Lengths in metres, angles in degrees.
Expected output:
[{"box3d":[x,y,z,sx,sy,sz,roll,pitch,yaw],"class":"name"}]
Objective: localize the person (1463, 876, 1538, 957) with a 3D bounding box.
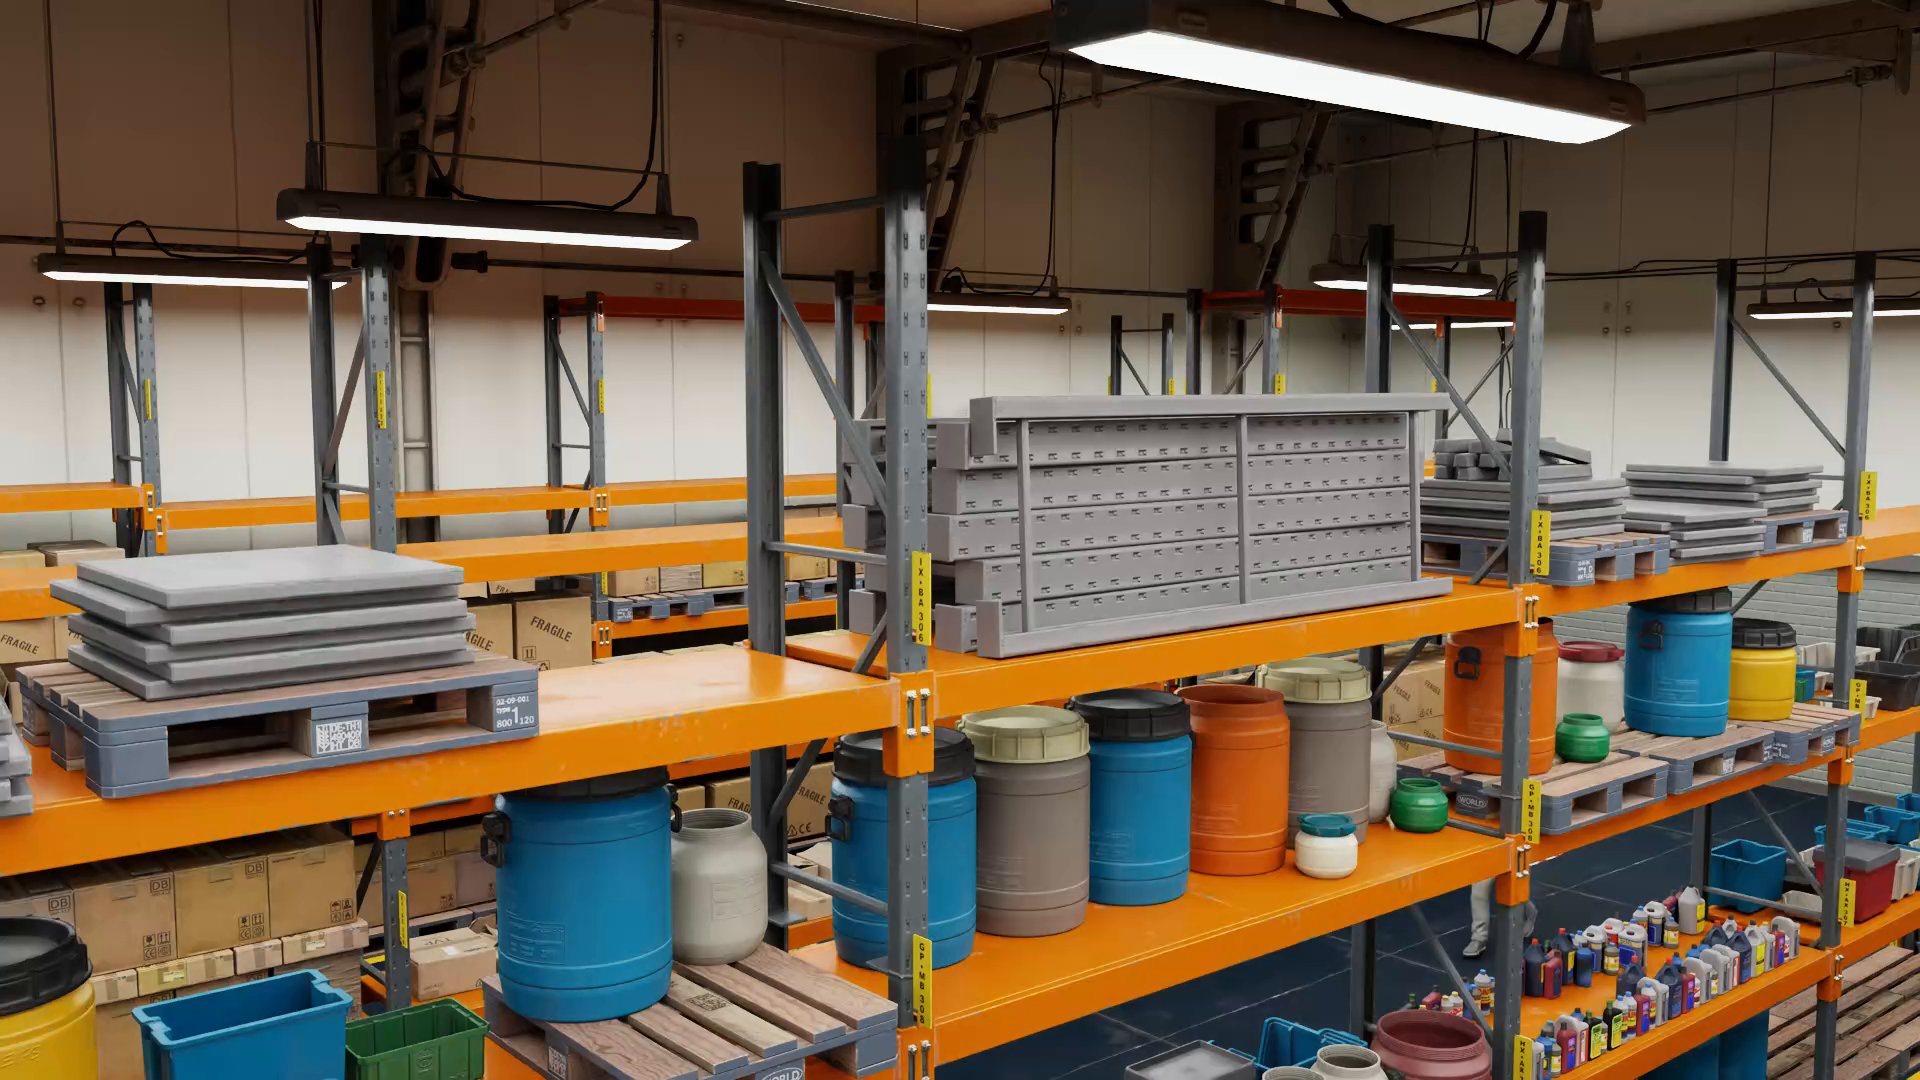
[{"box3d":[4.883,2.832,15.040,0.953,1.750,0.673,-5,8,-43],"class":"person"}]
